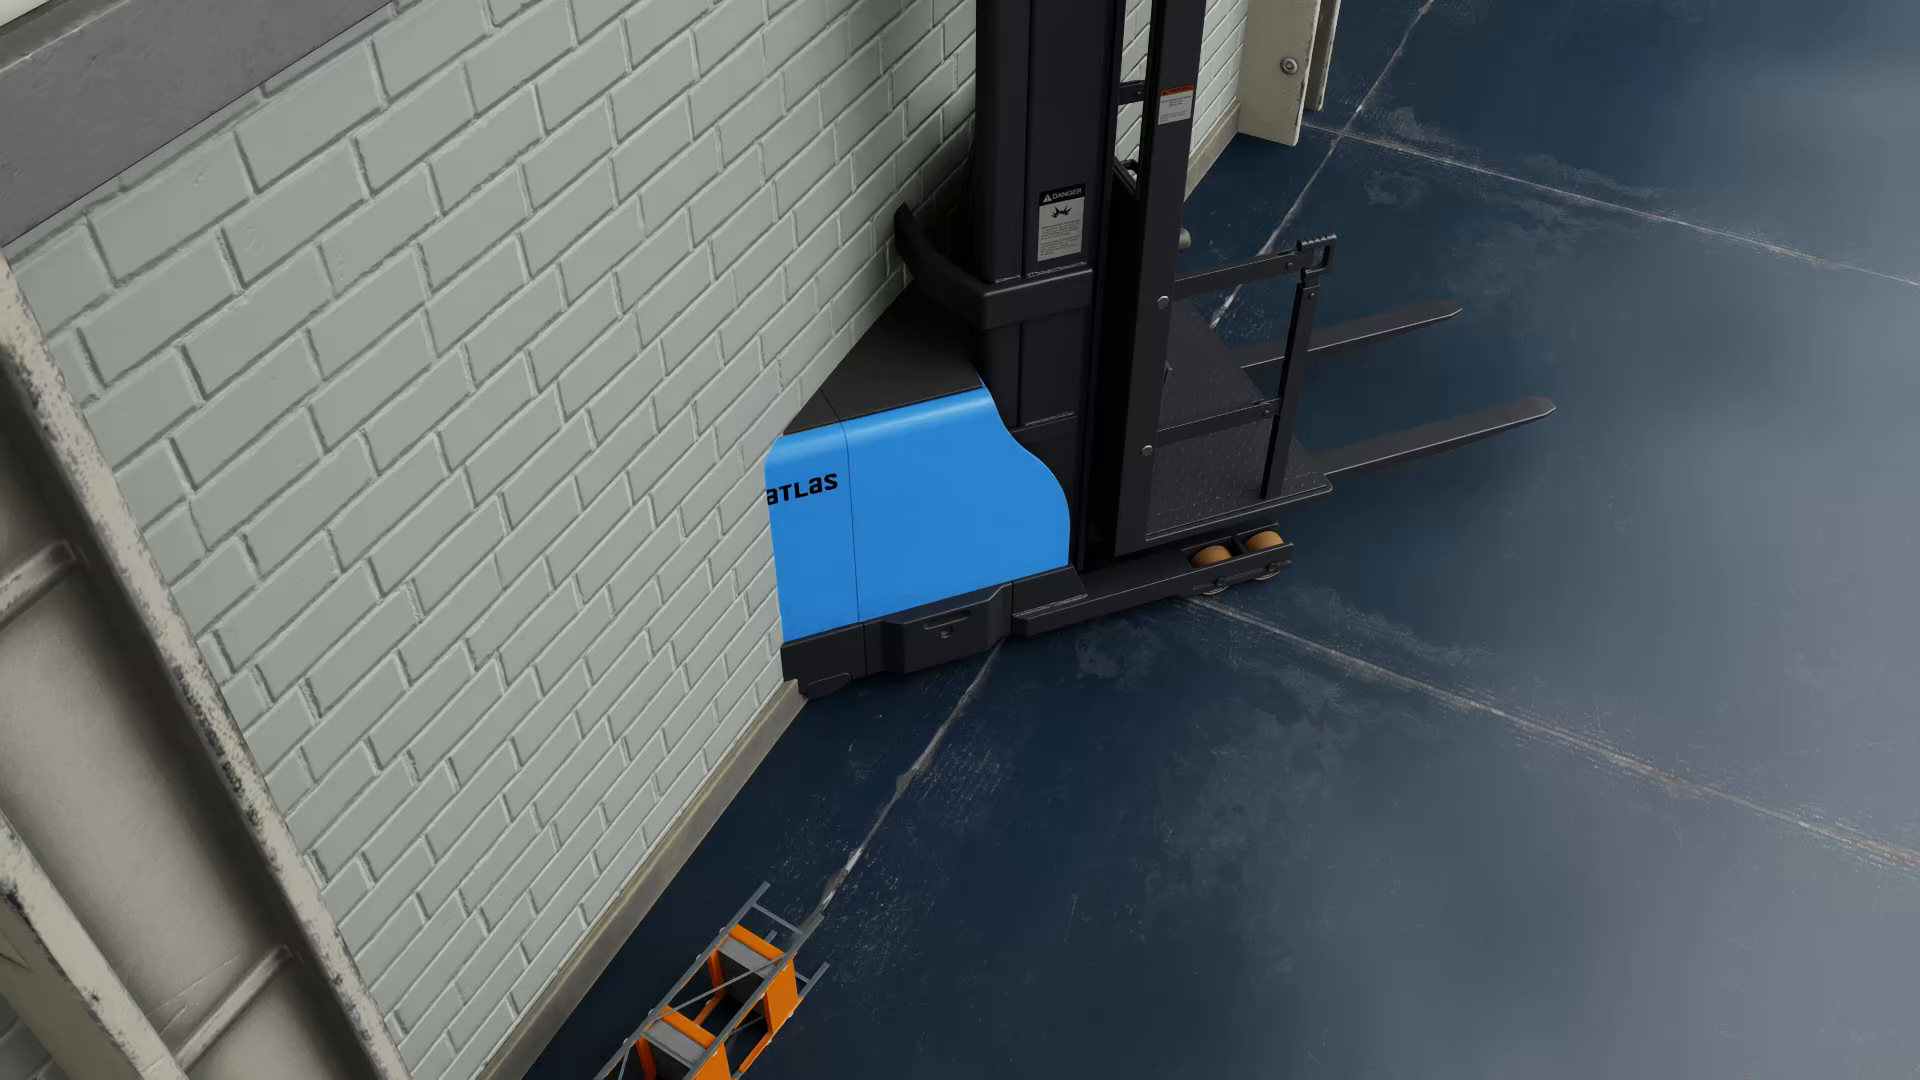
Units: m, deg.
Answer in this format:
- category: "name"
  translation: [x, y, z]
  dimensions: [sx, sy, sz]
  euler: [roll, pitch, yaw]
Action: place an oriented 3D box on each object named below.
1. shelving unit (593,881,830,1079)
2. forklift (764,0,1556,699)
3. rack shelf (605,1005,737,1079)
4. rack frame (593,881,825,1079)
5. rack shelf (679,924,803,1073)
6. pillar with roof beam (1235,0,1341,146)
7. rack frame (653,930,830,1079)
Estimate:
- category: "shelving unit"
  translation: [-0.732, 1.358, 4.226]
  dimensions: [0.215, 0.252, 1.050]
  euler: [25, 50, 23]
- category: "forklift"
  translation: [0.584, -1.186, 4.862]
  dimensions: [3.031, 2.935, 1.130]
  euler: [-15, 47, -14]
- category: "rack shelf"
  translation: [-0.737, 1.365, 4.220]
  dimensions: [0.215, 0.240, 0.259]
  euler: [25, 50, 23]
- category: "rack frame"
  translation: [-0.732, 1.273, 4.139]
  dimensions: [0.200, 0.008, 1.050]
  euler: [25, 50, 23]
- category: "rack shelf"
  translation: [-0.581, 1.196, 4.386]
  dimensions: [0.215, 0.240, 0.259]
  euler: [25, 50, 23]
- category: "pillar with roof beam"
  translation: [5.275, -3.694, 3.074]
  dimensions: [9.100, 9.000, 0.400]
  euler: [20, 49, 19]
- category: "rack frame"
  translation: [-0.732, 1.444, 4.313]
  dimensions: [0.200, 0.008, 1.050]
  euler: [25, 50, 23]
